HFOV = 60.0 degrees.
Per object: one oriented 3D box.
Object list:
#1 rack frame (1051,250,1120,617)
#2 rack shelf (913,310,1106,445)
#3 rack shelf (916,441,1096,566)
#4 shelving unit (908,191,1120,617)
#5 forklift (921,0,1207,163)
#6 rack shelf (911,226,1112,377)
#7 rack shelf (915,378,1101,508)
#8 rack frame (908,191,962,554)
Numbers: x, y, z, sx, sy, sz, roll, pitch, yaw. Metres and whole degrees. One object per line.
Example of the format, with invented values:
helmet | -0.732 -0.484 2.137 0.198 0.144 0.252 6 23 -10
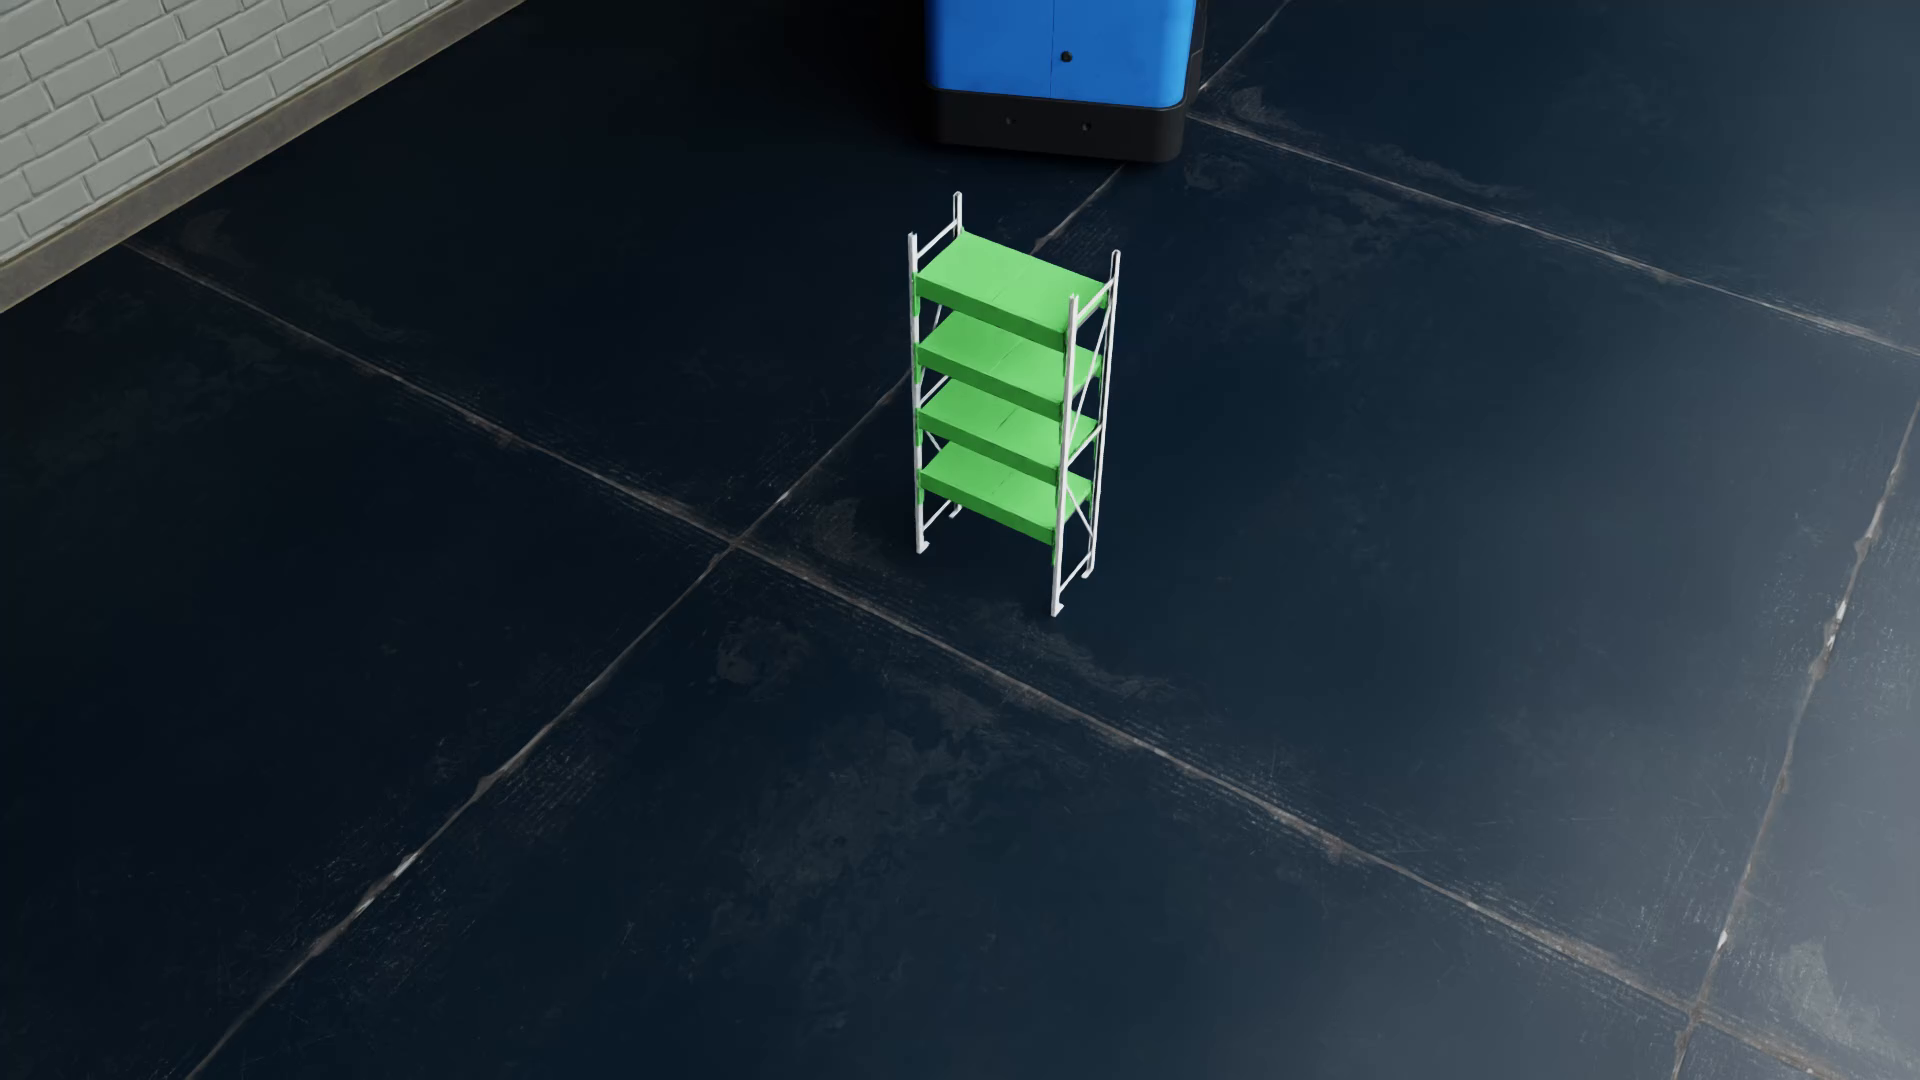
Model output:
rack frame | 0.345 -0.260 4.666 0.015 1.200 0.240 25 51 22
rack shelf | 0.139 -0.477 4.631 0.480 0.148 0.258 25 51 22
rack shelf | 0.139 -0.142 4.975 0.480 0.148 0.258 25 51 22
shelving unit | 0.139 -0.354 4.757 0.503 1.200 0.258 25 51 22
forklift | 0.599 -3.589 6.694 1.130 2.935 3.031 7 46 7
rack shelf | 0.139 -0.644 4.459 0.480 0.148 0.258 25 51 22
rack shelf | 0.139 -0.310 4.803 0.480 0.148 0.258 25 51 22
rack frame | -0.066 -0.449 4.849 0.015 1.200 0.240 25 51 22
